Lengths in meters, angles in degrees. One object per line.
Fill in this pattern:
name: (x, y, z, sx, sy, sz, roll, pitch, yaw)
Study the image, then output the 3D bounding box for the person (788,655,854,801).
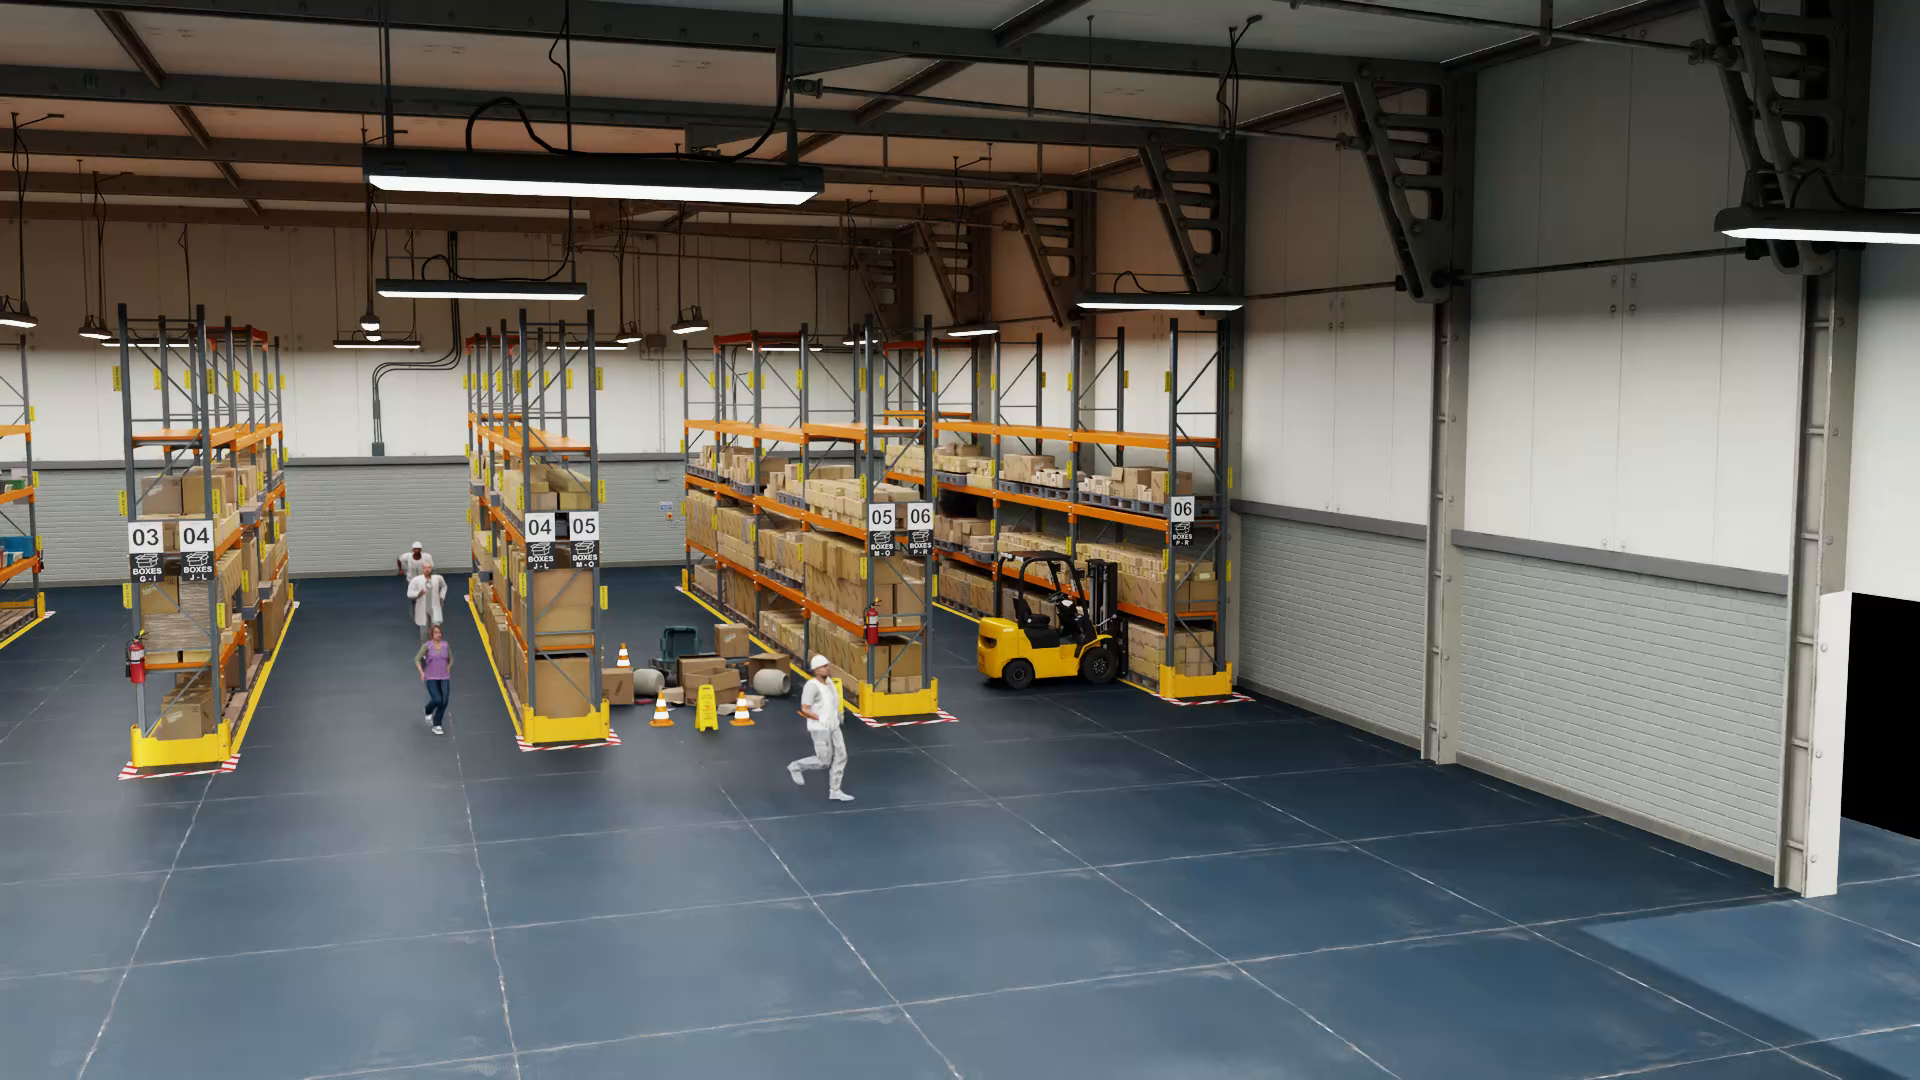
person: (-1.657, 2.247, 19.986, 0.837, 1.744, 0.696, 3, 6, 25)

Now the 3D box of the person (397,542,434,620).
person: (-11.331, 0.866, 34.673, 0.683, 1.681, 0.818, -3, 6, -26)

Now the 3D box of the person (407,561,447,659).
person: (-9.462, 1.276, 29.587, 0.698, 1.794, 0.969, -2, 6, -21)

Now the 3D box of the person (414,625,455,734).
person: (-7.432, 1.989, 23.653, 0.530, 1.558, 0.537, -4, 7, -37)
